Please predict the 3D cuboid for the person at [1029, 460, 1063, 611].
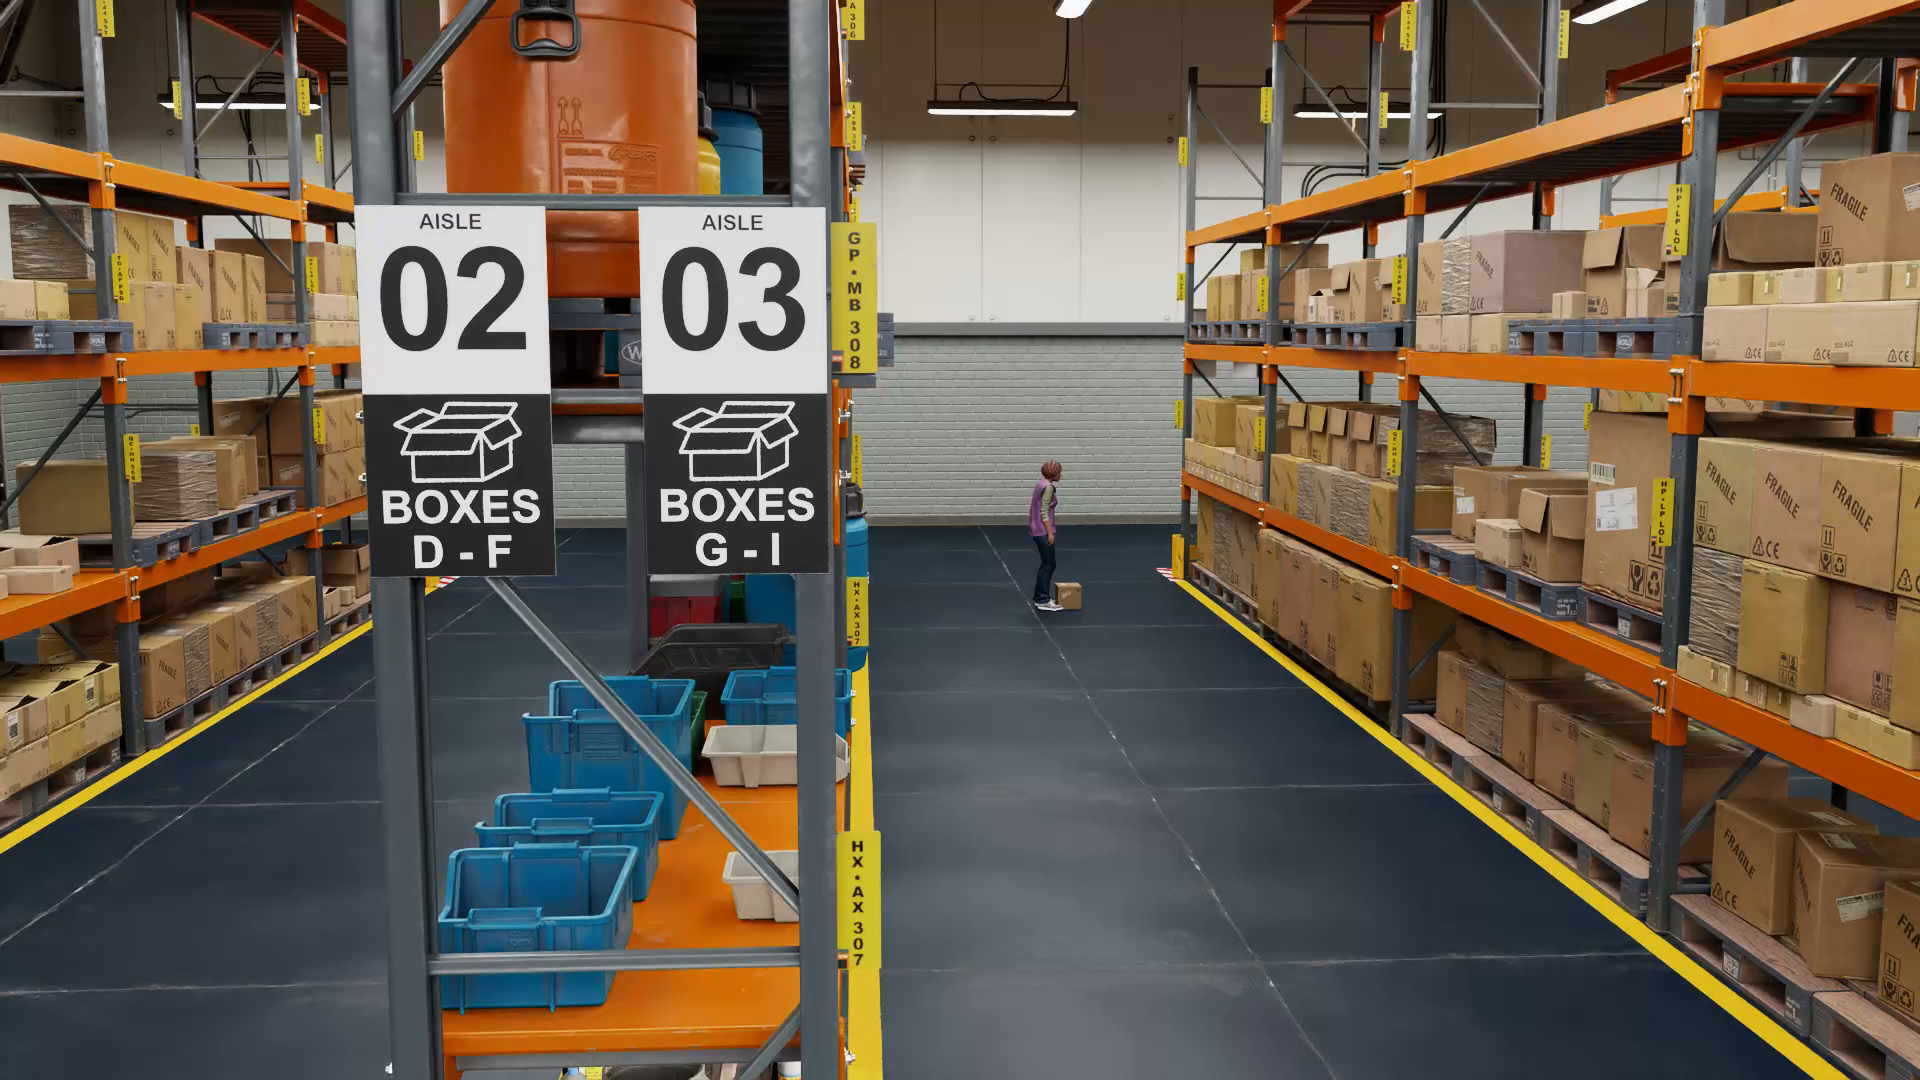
[{"bbox_3d":[0.917,-0.002,17.786,0.346,1.477,0.459,-1,7,-5],"label":"person"}]
